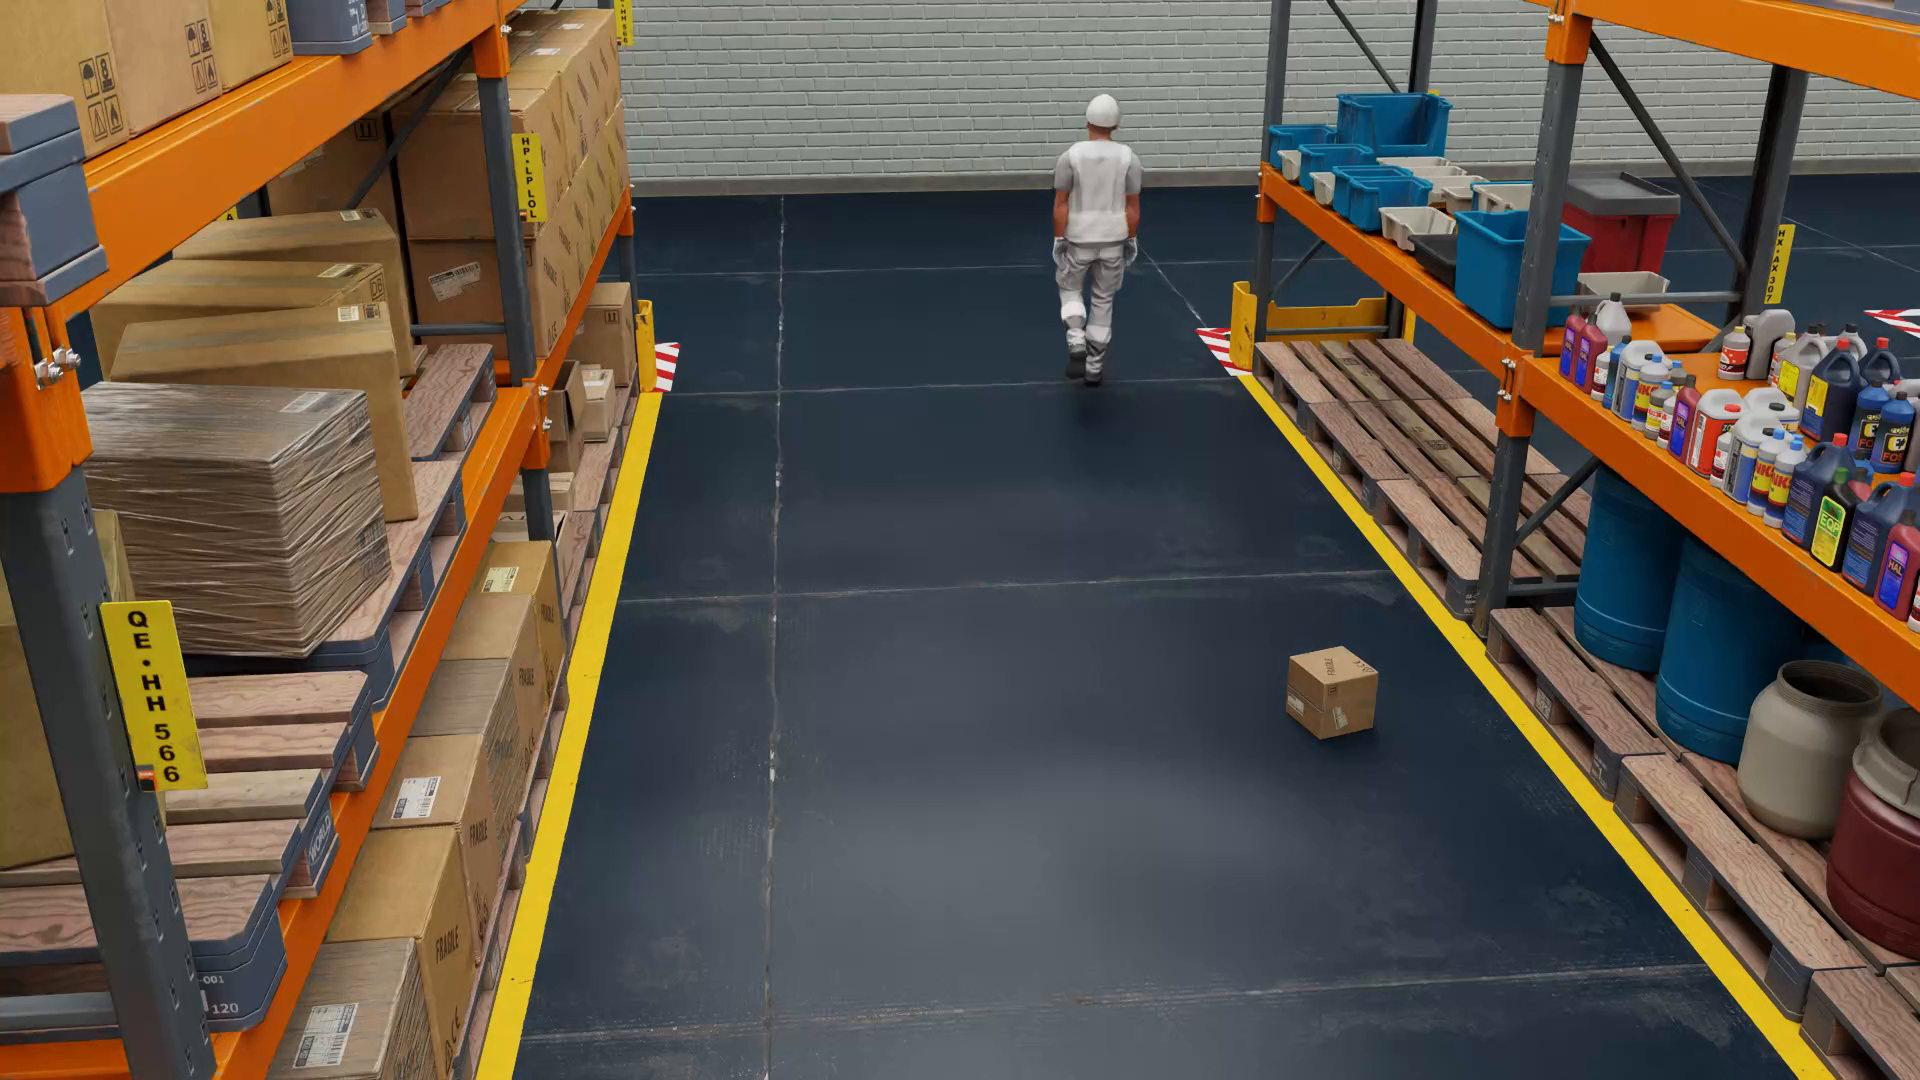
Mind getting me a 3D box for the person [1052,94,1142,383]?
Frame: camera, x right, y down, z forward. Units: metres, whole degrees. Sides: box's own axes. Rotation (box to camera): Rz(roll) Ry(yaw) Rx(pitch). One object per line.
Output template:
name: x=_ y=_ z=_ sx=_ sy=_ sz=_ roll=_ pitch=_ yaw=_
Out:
person: x=0.833 y=-1.835 z=10.234 sx=0.537 sy=1.779 sz=0.515 roll=1 pitch=24 yaw=2
